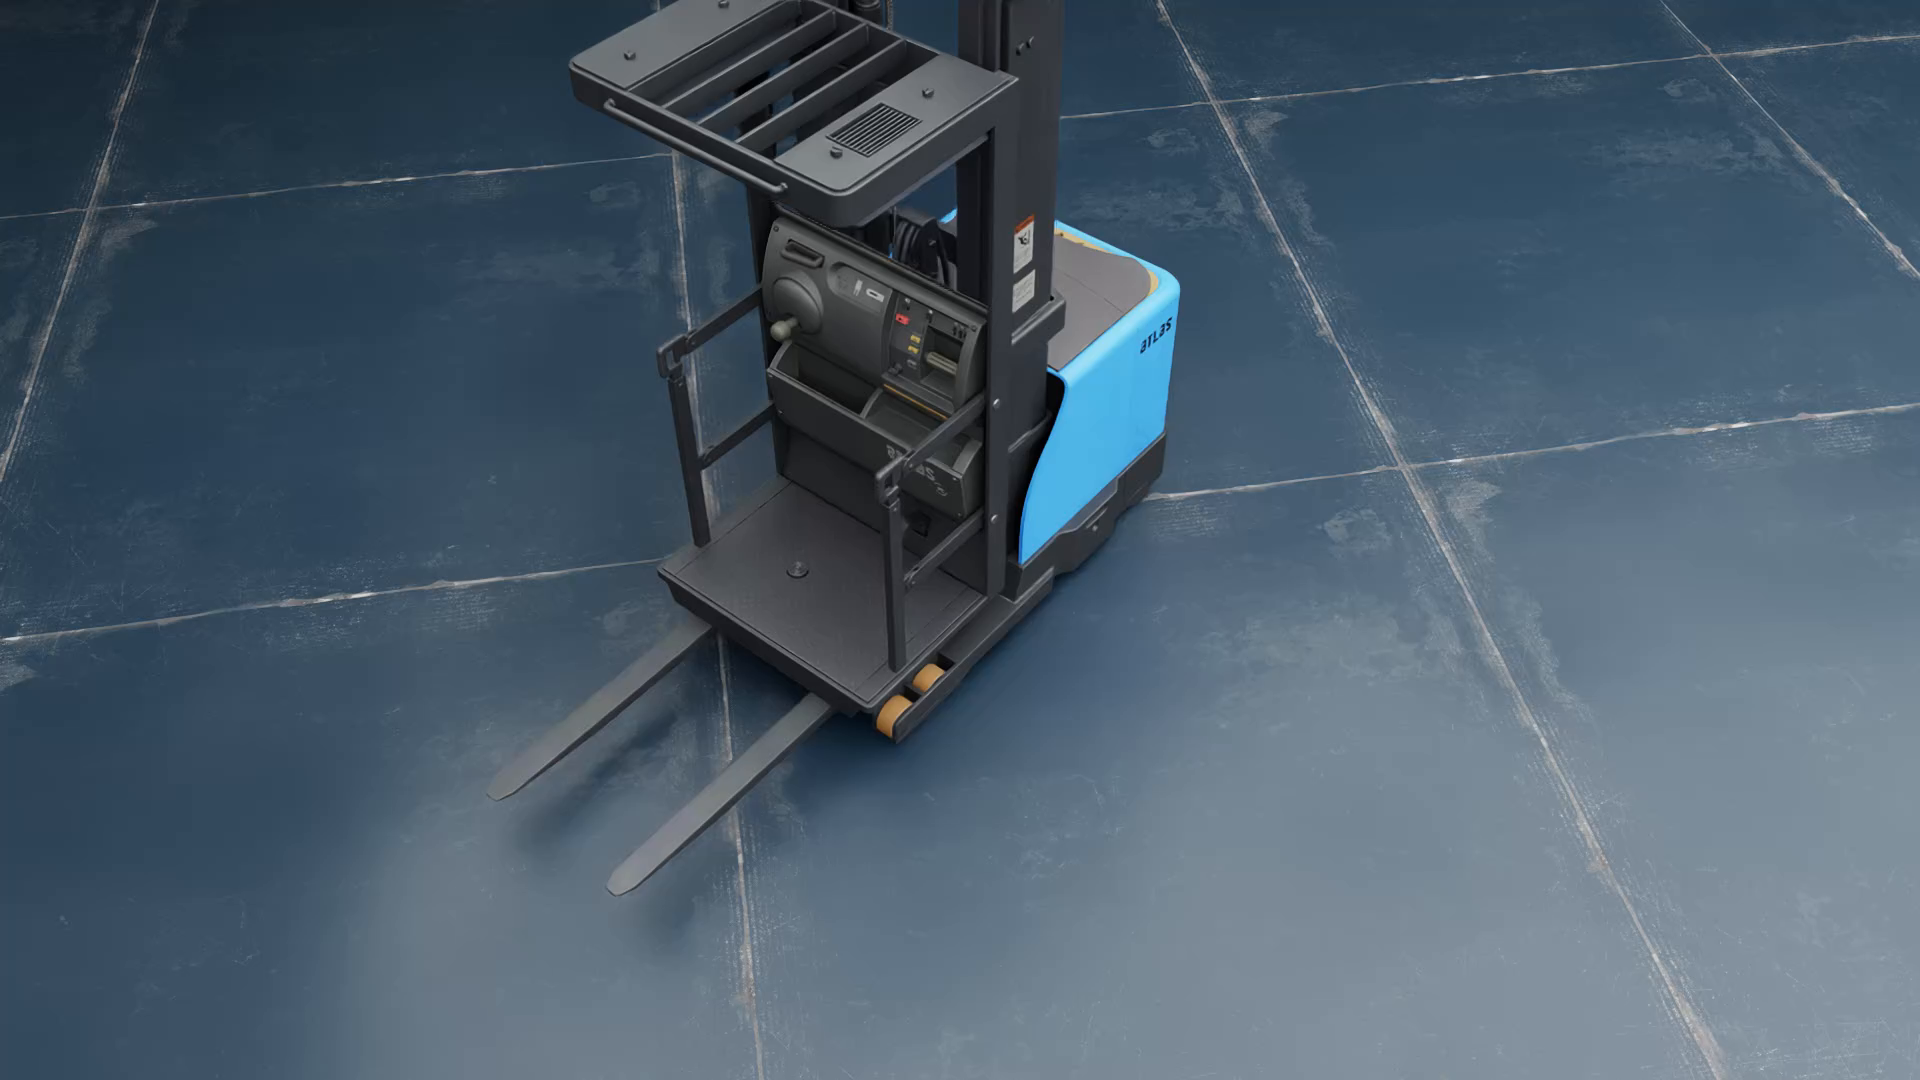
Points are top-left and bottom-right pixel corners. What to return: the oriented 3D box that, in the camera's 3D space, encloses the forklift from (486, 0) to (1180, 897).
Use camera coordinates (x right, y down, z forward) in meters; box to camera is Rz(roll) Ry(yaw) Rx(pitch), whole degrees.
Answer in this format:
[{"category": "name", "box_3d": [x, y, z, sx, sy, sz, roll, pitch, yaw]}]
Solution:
[{"category": "forklift", "box_3d": [-0.445, -0.682, 5.565, 1.130, 2.935, 3.031, 30, 53, 26]}]
